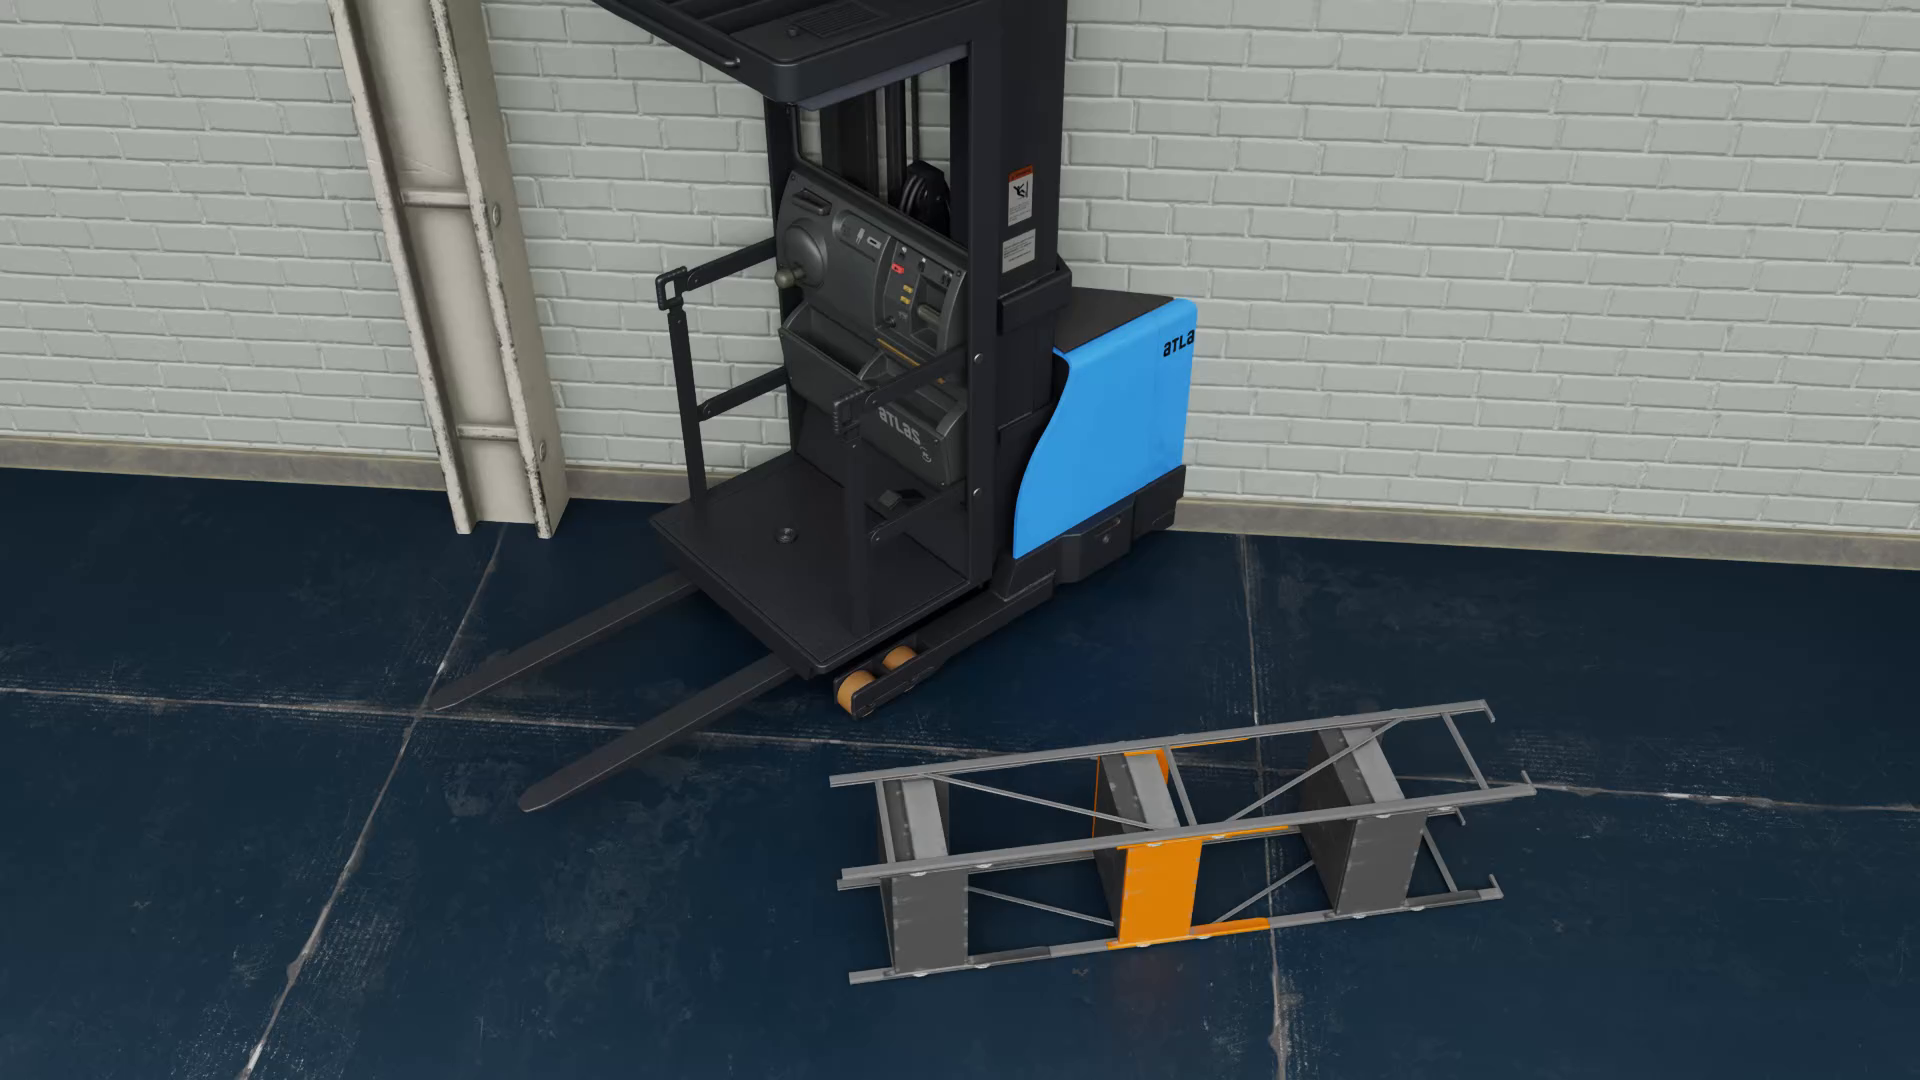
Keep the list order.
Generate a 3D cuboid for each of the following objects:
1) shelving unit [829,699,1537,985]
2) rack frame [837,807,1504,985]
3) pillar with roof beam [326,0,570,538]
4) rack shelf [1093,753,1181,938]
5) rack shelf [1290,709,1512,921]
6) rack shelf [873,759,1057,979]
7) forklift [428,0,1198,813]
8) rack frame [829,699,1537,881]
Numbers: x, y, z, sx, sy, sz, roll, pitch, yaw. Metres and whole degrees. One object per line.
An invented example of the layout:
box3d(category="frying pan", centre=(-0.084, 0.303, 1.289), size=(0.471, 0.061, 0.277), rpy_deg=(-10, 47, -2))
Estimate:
box3d(category="shelving unit", centre=(0.670, 0.933, 5.195), size=(2.100, 0.503, 0.431), rpy_deg=(-6, 39, -7))
box3d(category="rack frame", centre=(0.670, 1.122, 5.349), size=(2.100, 0.015, 0.400), rpy_deg=(-6, 39, -7))
box3d(category="pillar with roof beam", centre=(-2.216, -0.897, 0.723), size=(0.400, 9.000, 9.100), rpy_deg=(3, 39, 4))
box3d(category="rack shelf", centre=(0.549, 0.945, 5.180), size=(0.174, 0.457, 0.368), rpy_deg=(-6, 39, -7))
box3d(category="rack shelf", centre=(1.375, 0.862, 5.282), size=(0.518, 0.480, 0.431), rpy_deg=(-6, 39, -7))
box3d(category="rack shelf", centre=(-0.007, 1.001, 5.111), size=(0.518, 0.480, 0.431), rpy_deg=(-6, 39, -7))
box3d(category="forklift", centre=(-0.470, -0.878, 5.507), size=(3.031, 2.935, 1.130), rpy_deg=(-29, 47, -31))
box3d(category="rack frame", centre=(0.670, 0.744, 5.041), size=(2.100, 0.015, 0.400), rpy_deg=(-6, 39, -7))
